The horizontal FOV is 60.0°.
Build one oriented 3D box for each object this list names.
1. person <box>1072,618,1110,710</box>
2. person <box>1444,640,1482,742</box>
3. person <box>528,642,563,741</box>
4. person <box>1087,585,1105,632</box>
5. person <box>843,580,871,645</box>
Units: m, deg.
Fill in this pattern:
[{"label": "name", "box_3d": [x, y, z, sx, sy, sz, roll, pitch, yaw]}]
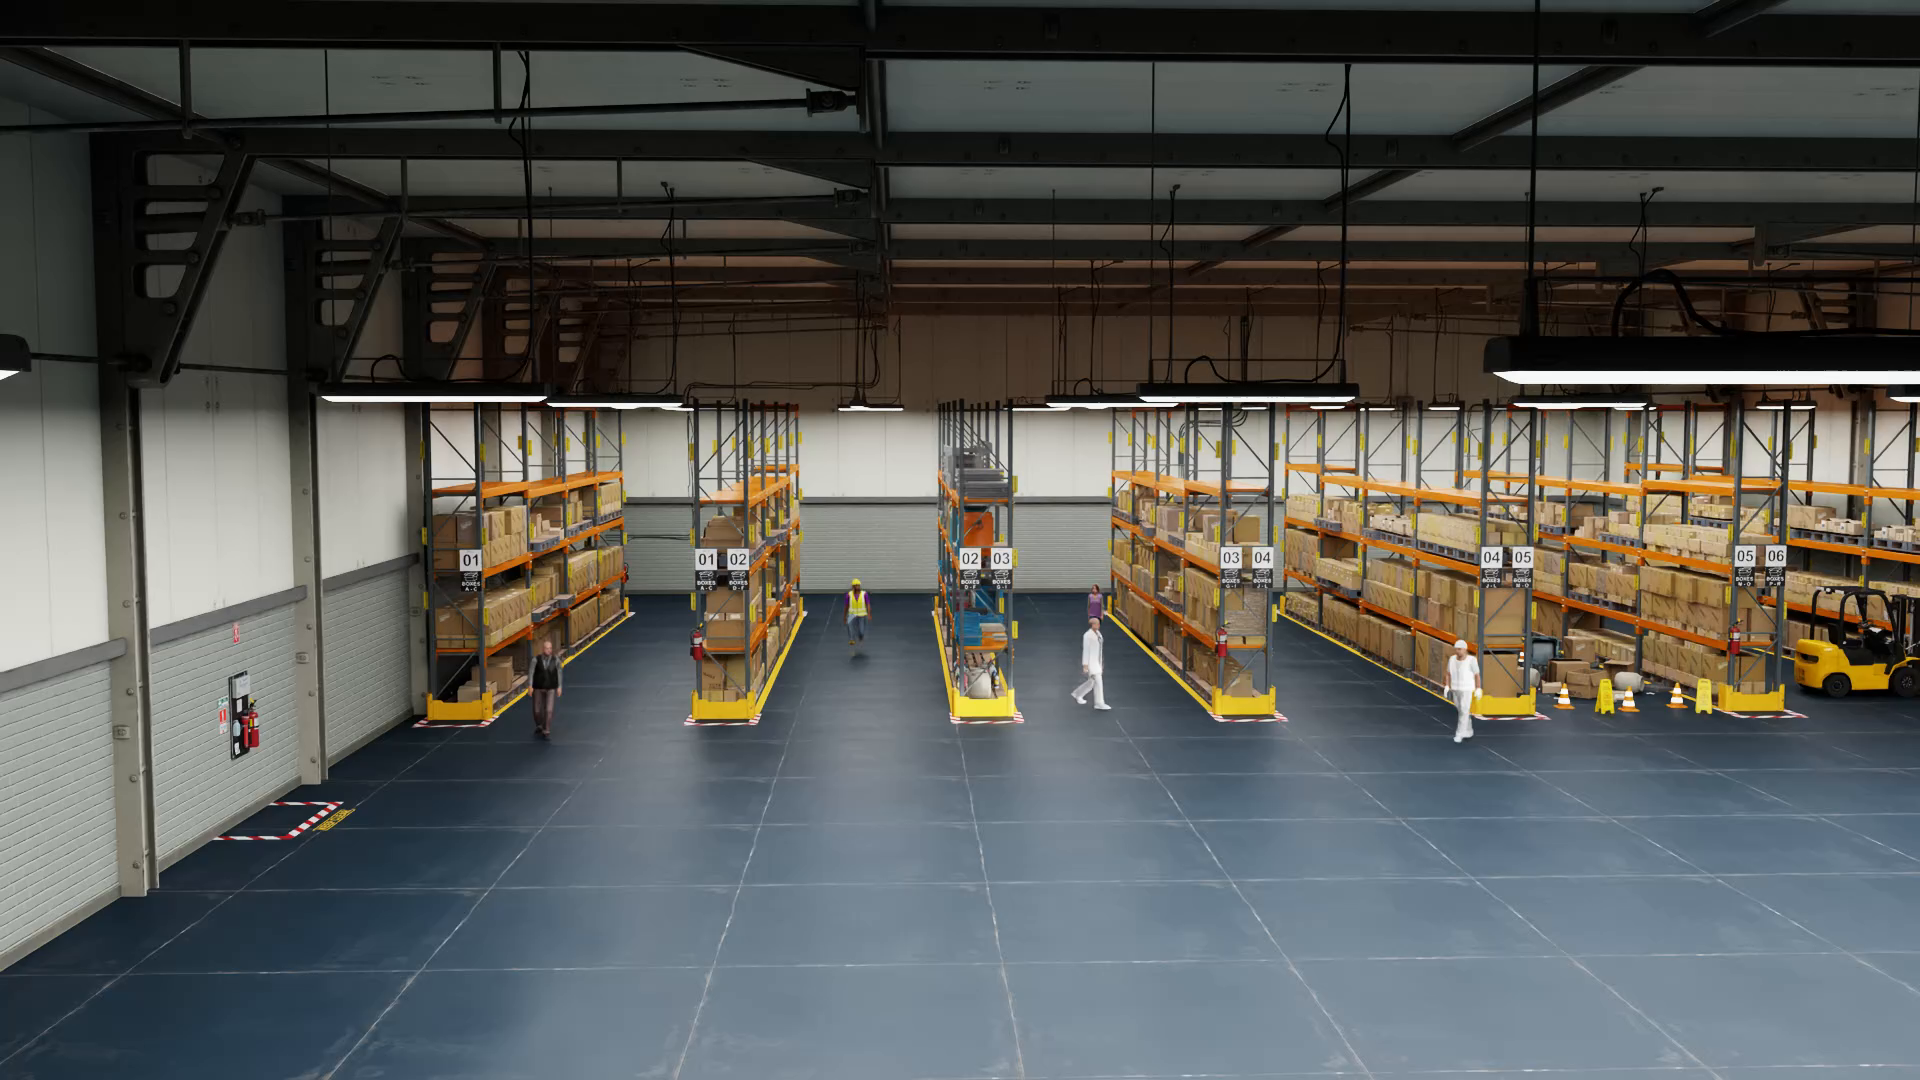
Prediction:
[{"label": "person", "box_3d": [2.576, 2.385, 32.418, 0.932, 1.750, 0.634, 2, 5, 30]}, {"label": "person", "box_3d": [8.720, 2.618, 29.027, 0.931, 1.739, 0.587, -4, 6, -39]}, {"label": "person", "box_3d": [-7.325, 2.660, 29.390, 0.609, 1.724, 0.741, -1, 5, -16]}, {"label": "person", "box_3d": [3.314, 1.854, 40.516, 0.397, 1.537, 0.972, 0, 4, -4]}, {"label": "person", "box_3d": [-2.437, 1.700, 39.351, 0.677, 1.523, 1.084, 0, 4, 1]}]
